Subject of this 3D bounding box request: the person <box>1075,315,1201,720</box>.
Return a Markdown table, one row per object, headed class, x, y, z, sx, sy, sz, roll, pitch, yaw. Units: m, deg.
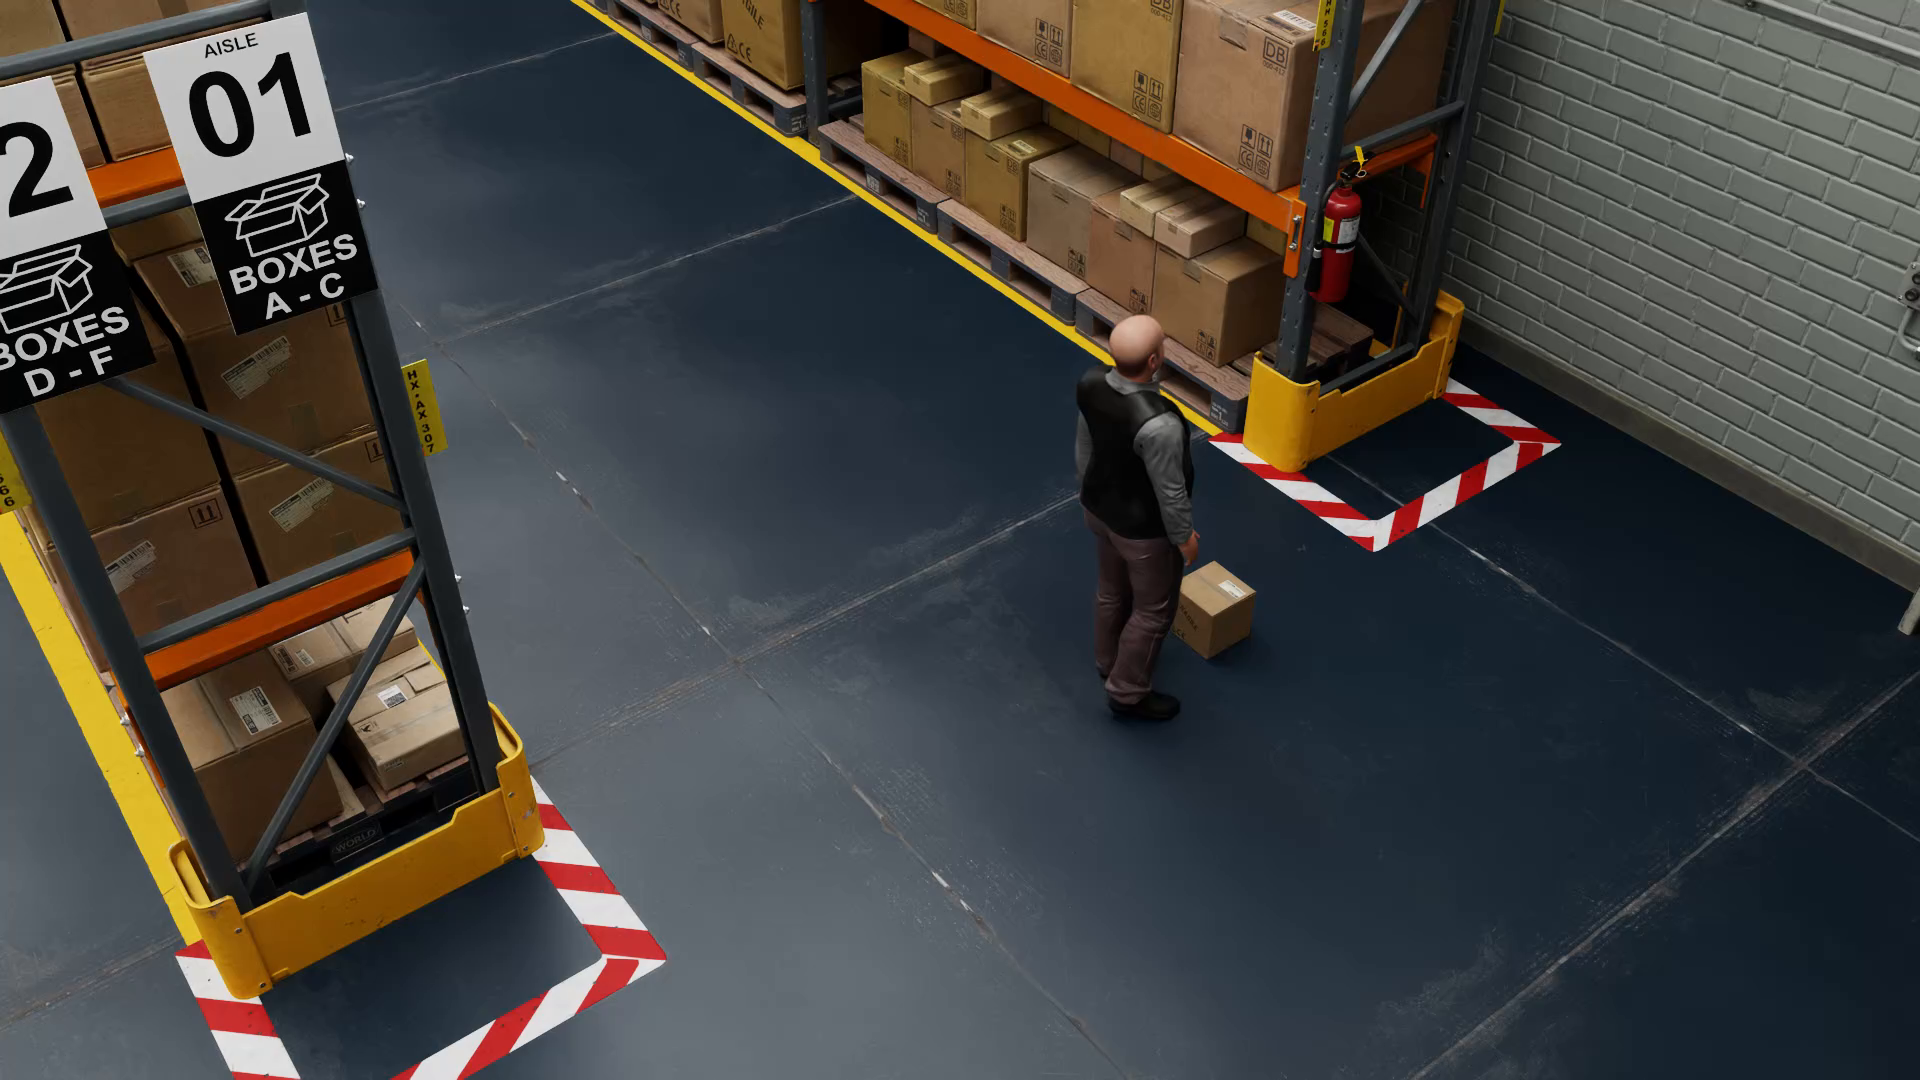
| class | x | y | z | sx | sy | sz | roll | pitch | yaw |
| --- | --- | --- | --- | --- | --- | --- | --- | --- | --- |
| person | 0.680 | -0.094 | 6.267 | 0.405 | 1.745 | 0.566 | -22 | 45 | -24 |
